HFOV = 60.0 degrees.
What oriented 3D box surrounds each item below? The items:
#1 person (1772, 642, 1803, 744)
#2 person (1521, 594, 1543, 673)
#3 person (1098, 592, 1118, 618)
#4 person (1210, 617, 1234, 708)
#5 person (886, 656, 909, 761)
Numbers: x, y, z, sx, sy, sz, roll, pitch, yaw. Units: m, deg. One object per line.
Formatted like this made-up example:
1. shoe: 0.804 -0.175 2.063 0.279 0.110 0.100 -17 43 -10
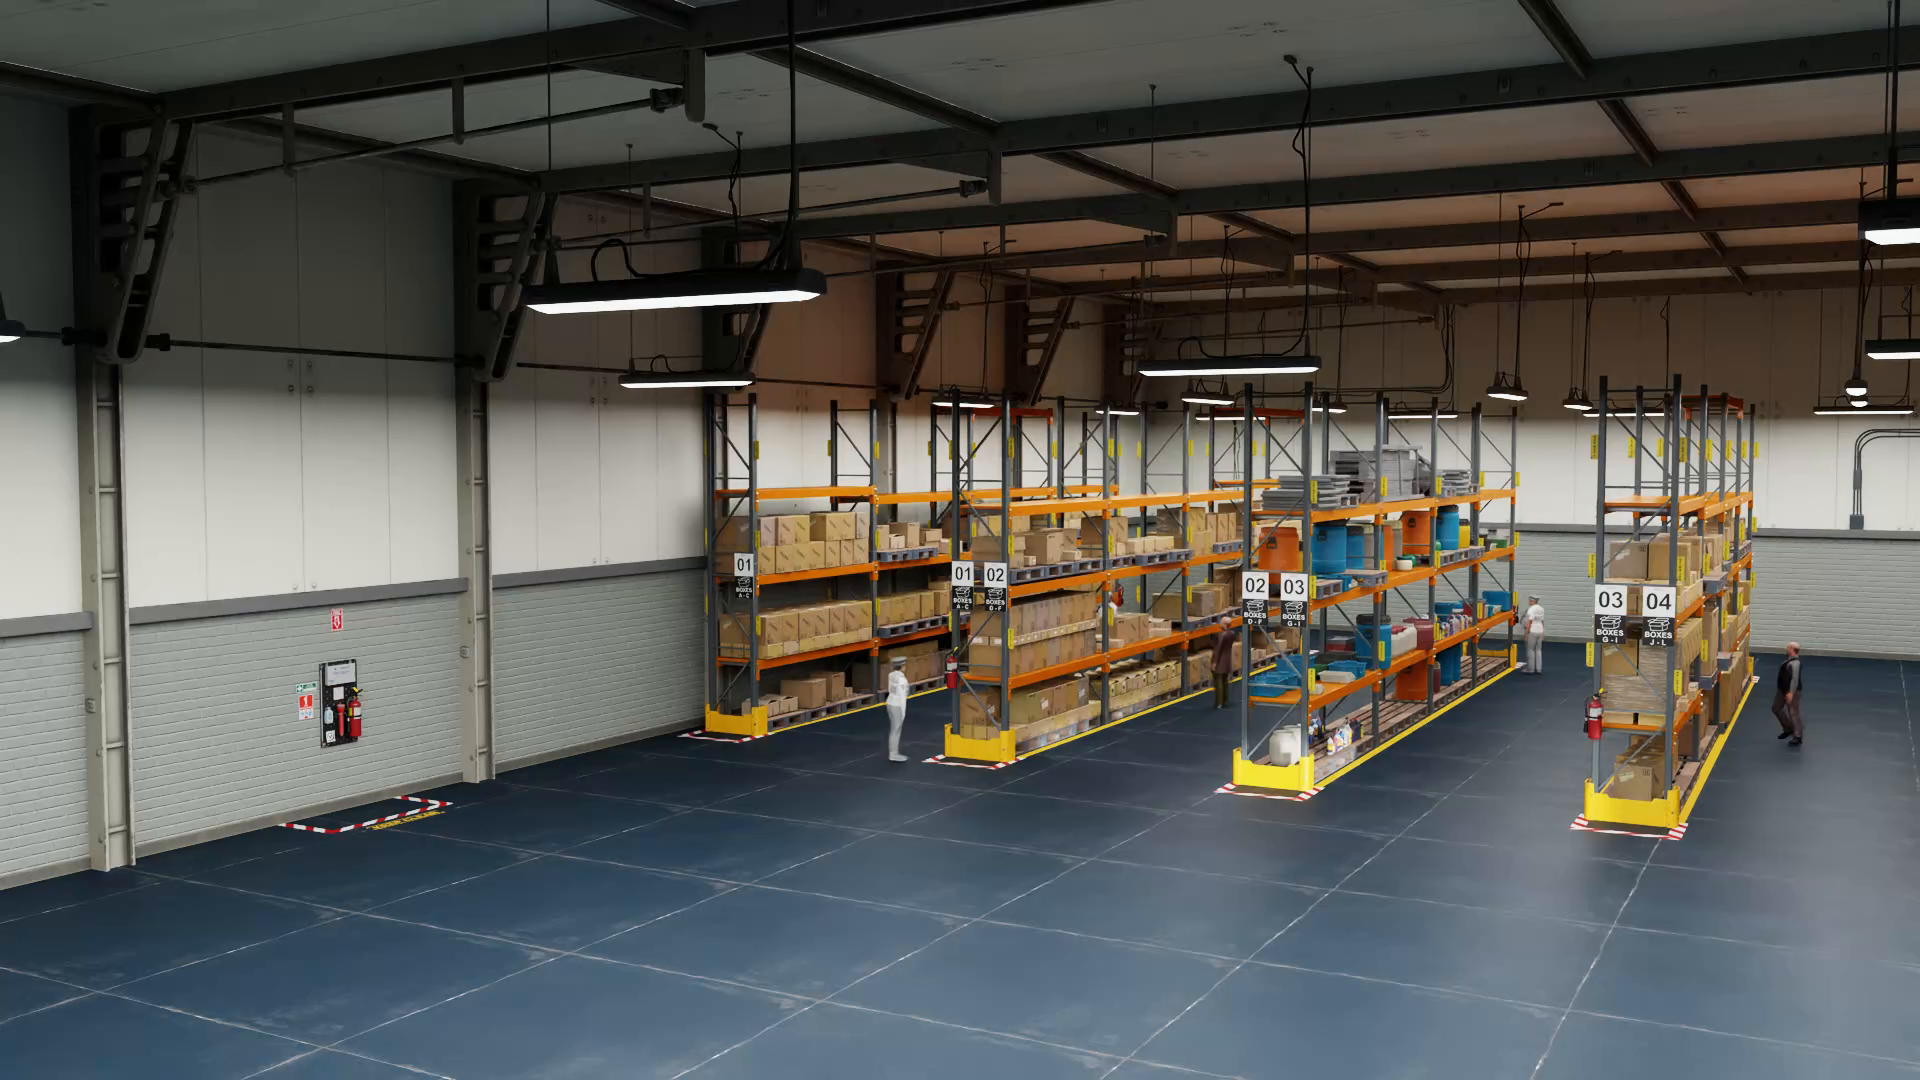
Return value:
1. person: 14.212 2.604 28.457 0.384 1.736 0.653 0 3 3
2. person: 12.851 2.101 37.313 0.619 1.779 0.408 -3 4 -39
3. person: 3.506 2.046 39.429 0.511 1.626 0.665 1 3 26
4. person: 5.036 2.370 32.469 0.600 1.770 0.645 -3 4 -39
5. person: -1.004 2.718 26.763 0.338 1.684 0.503 -1 3 -26
